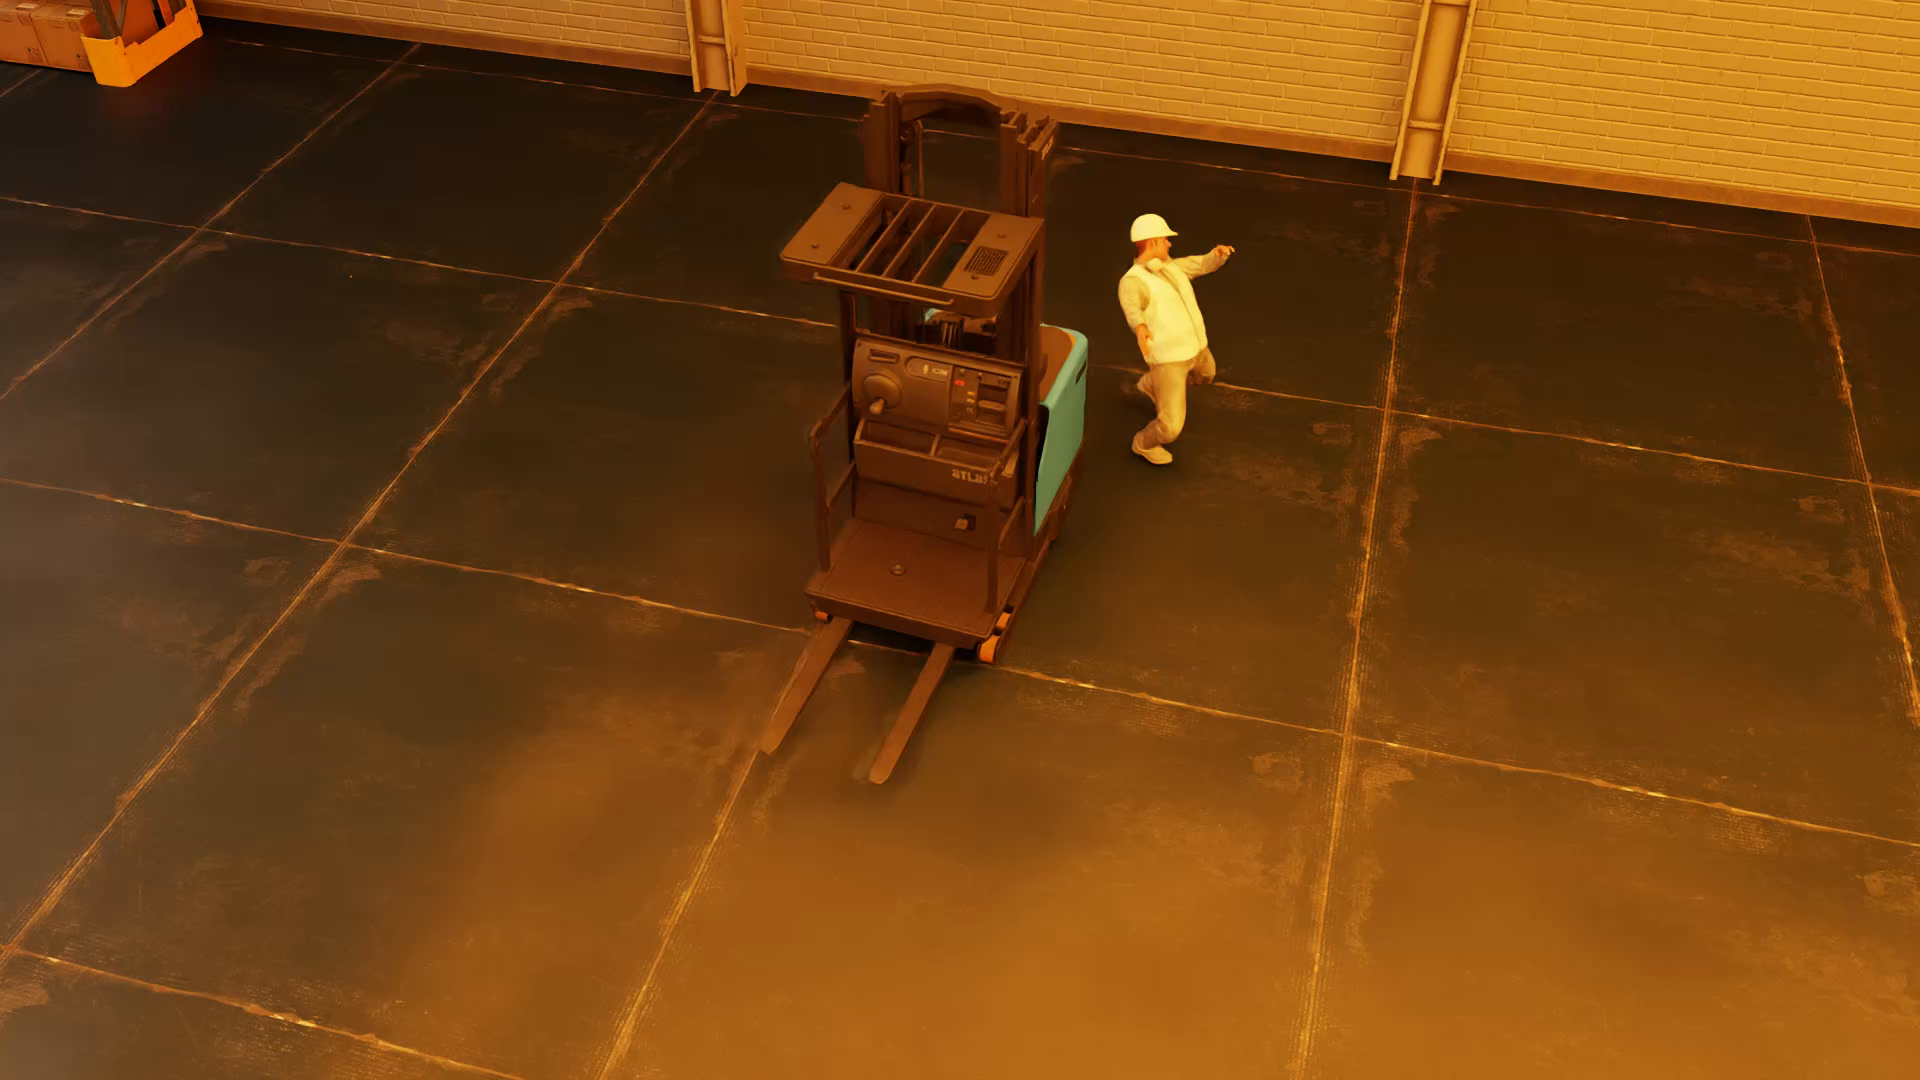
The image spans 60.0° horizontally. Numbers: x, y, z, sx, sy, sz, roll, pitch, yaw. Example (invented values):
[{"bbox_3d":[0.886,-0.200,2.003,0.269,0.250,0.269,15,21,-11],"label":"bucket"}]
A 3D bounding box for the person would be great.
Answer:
[{"bbox_3d":[1.206,-1.147,10.222,0.704,1.502,1.063,21,46,23],"label":"person"}]

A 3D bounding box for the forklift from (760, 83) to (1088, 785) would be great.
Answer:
[{"bbox_3d":[-0.201,-0.722,8.685,1.130,2.935,3.031,13,43,15],"label":"forklift"}]
